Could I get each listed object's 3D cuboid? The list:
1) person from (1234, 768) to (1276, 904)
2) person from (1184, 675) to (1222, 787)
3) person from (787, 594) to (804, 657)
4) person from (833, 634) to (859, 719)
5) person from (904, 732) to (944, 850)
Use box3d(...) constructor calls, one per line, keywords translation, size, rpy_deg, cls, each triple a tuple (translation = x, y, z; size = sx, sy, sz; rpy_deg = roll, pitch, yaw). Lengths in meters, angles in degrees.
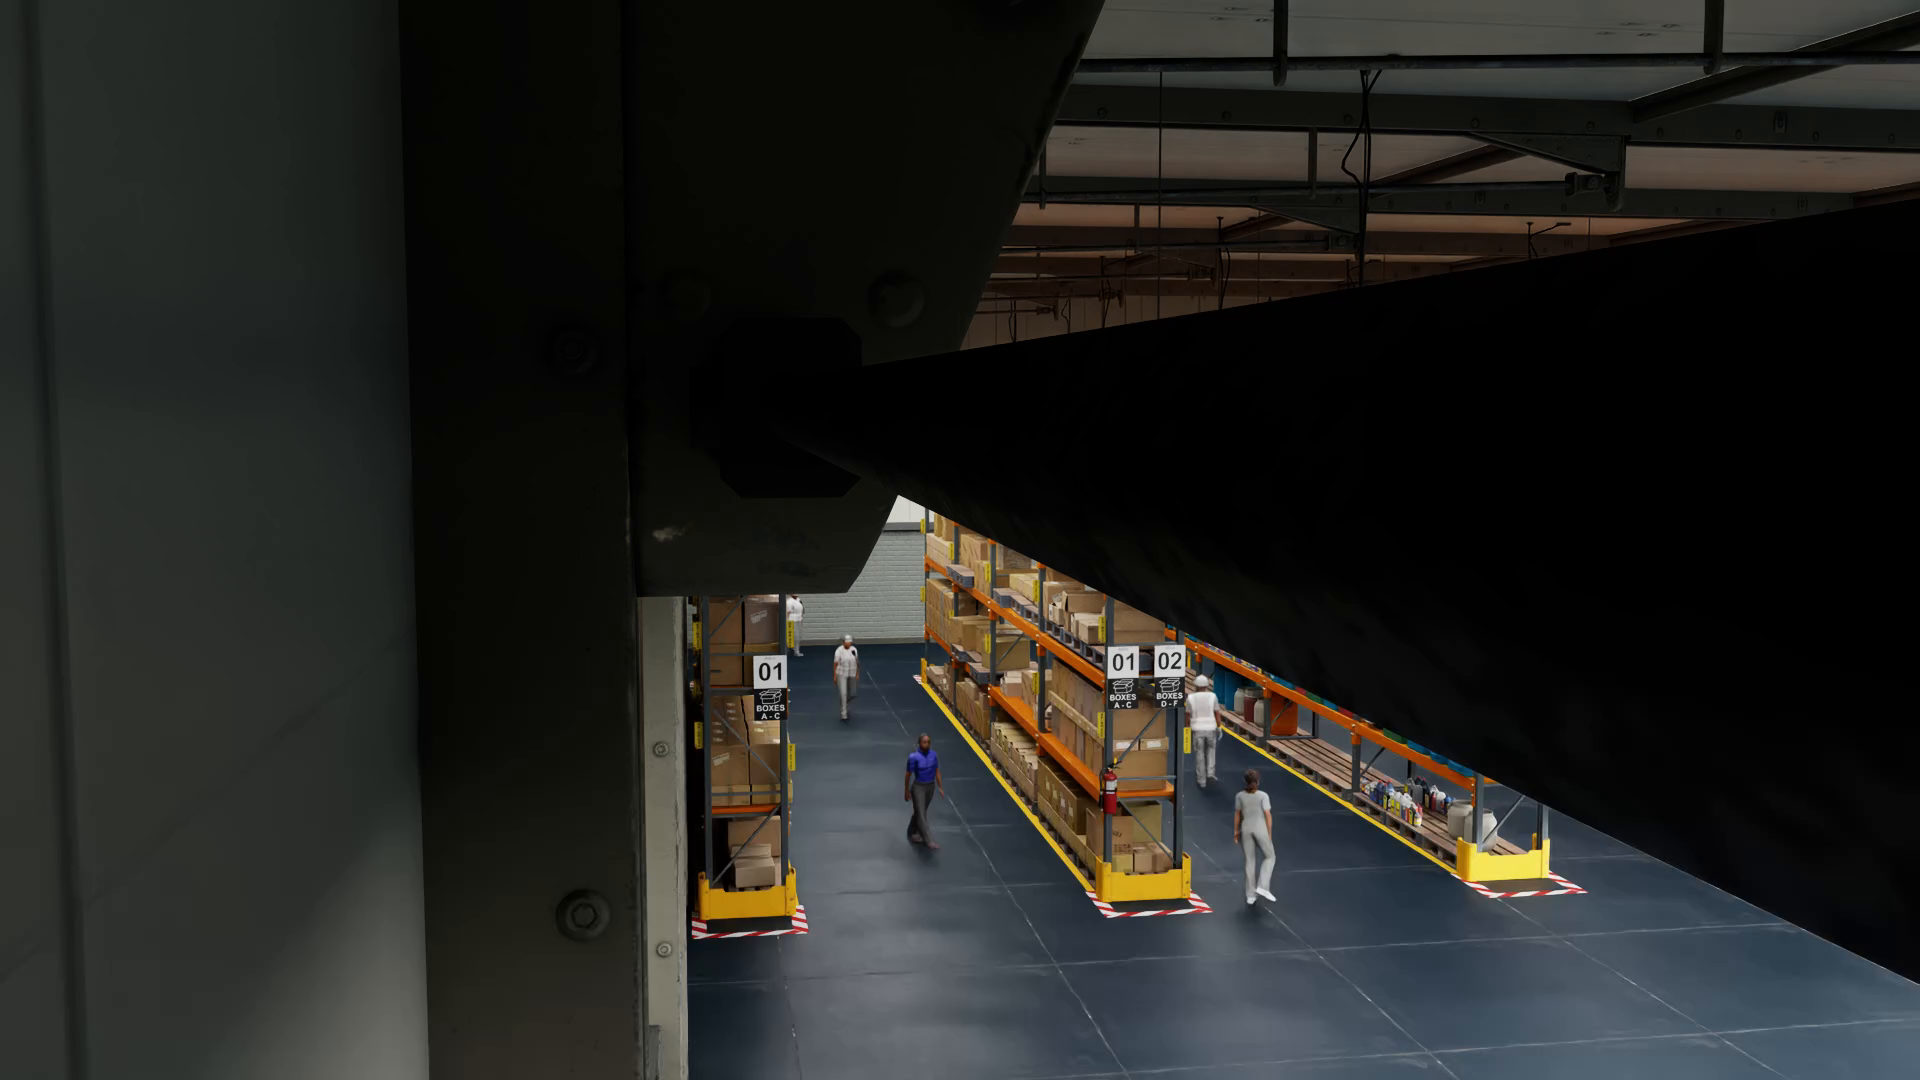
box3d(translation=(3.665, 3.669, 20.697), size=(0.560, 1.653, 0.473), rpy_deg=(2, 6, 26), cls="person")
box3d(translation=(3.921, 3.066, 26.862), size=(0.598, 1.766, 0.495), rpy_deg=(0, 5, 3), cls="person")
box3d(translation=(-4.029, 1.952, 40.116), size=(0.685, 1.669, 0.453), rpy_deg=(3, 6, 30), cls="person")
box3d(translation=(-2.230, 2.649, 32.590), size=(0.513, 1.623, 0.862), rpy_deg=(-2, 6, -25), cls="person")
box3d(translation=(-0.476, 3.484, 23.089), size=(0.501, 1.584, 1.024), rpy_deg=(-4, 7, -40), cls="person")
